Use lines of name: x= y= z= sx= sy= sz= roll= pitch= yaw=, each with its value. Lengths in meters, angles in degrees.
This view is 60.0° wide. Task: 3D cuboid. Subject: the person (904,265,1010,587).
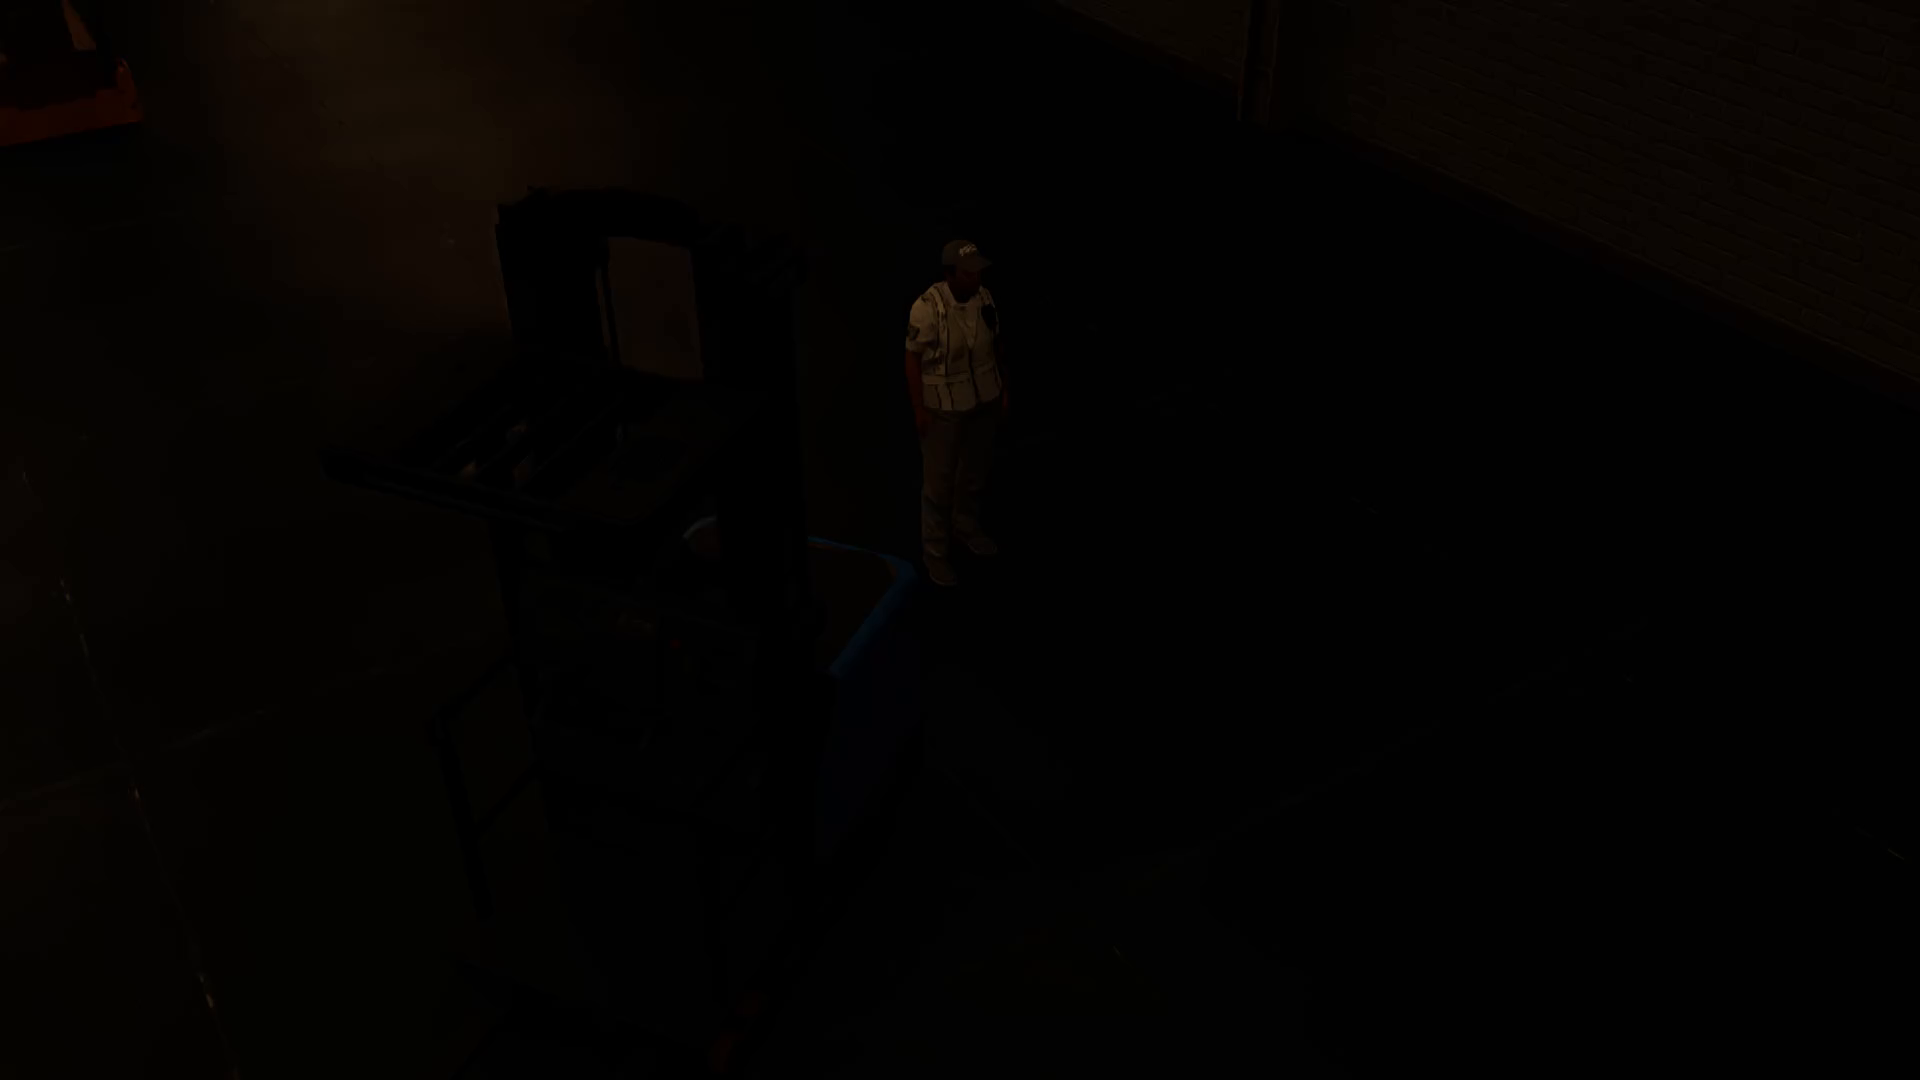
person: x=0.023 y=-0.636 z=8.157 sx=0.598 sy=1.650 sz=0.529 roll=-21 pitch=40 yaw=-27

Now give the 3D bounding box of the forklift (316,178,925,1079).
forklift: x=-1.186 y=0.440 z=5.522 sx=1.130 sy=2.935 sz=3.031 roll=13 pitch=37 yaw=18
